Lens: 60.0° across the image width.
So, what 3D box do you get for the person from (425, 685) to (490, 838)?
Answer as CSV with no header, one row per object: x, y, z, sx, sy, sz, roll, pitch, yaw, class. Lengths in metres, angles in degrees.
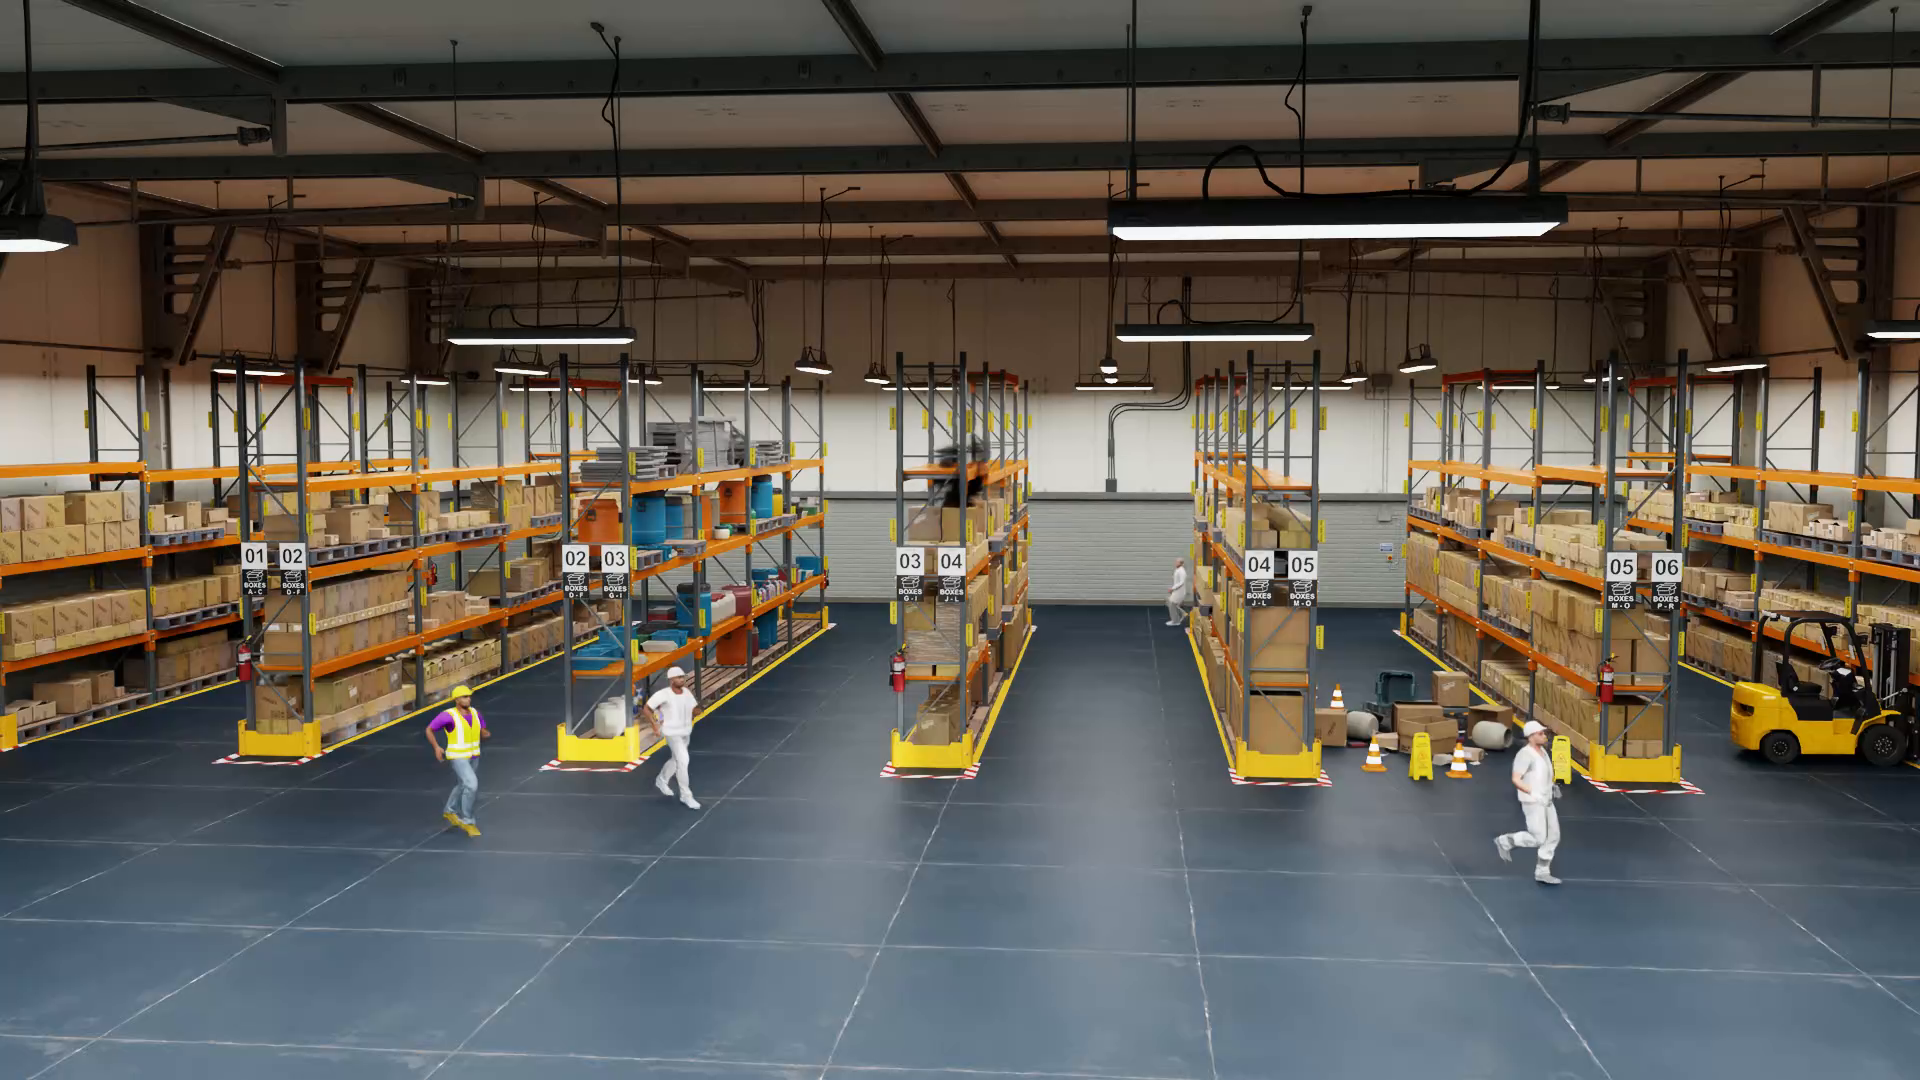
-6.054,2.679,20.253,0.782,1.828,0.674,2,5,27,person

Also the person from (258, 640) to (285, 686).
-11.540,2.170,27.959,0.667,1.666,0.532,1,4,9,person

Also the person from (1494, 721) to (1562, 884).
6.247,2.841,18.165,0.667,1.749,0.745,-4,6,-45,person

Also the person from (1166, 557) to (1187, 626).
5.325,1.263,40.628,0.605,1.695,0.832,-1,4,-8,person

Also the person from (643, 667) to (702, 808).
-3.705,2.553,21.773,0.902,1.798,0.686,3,5,33,person
